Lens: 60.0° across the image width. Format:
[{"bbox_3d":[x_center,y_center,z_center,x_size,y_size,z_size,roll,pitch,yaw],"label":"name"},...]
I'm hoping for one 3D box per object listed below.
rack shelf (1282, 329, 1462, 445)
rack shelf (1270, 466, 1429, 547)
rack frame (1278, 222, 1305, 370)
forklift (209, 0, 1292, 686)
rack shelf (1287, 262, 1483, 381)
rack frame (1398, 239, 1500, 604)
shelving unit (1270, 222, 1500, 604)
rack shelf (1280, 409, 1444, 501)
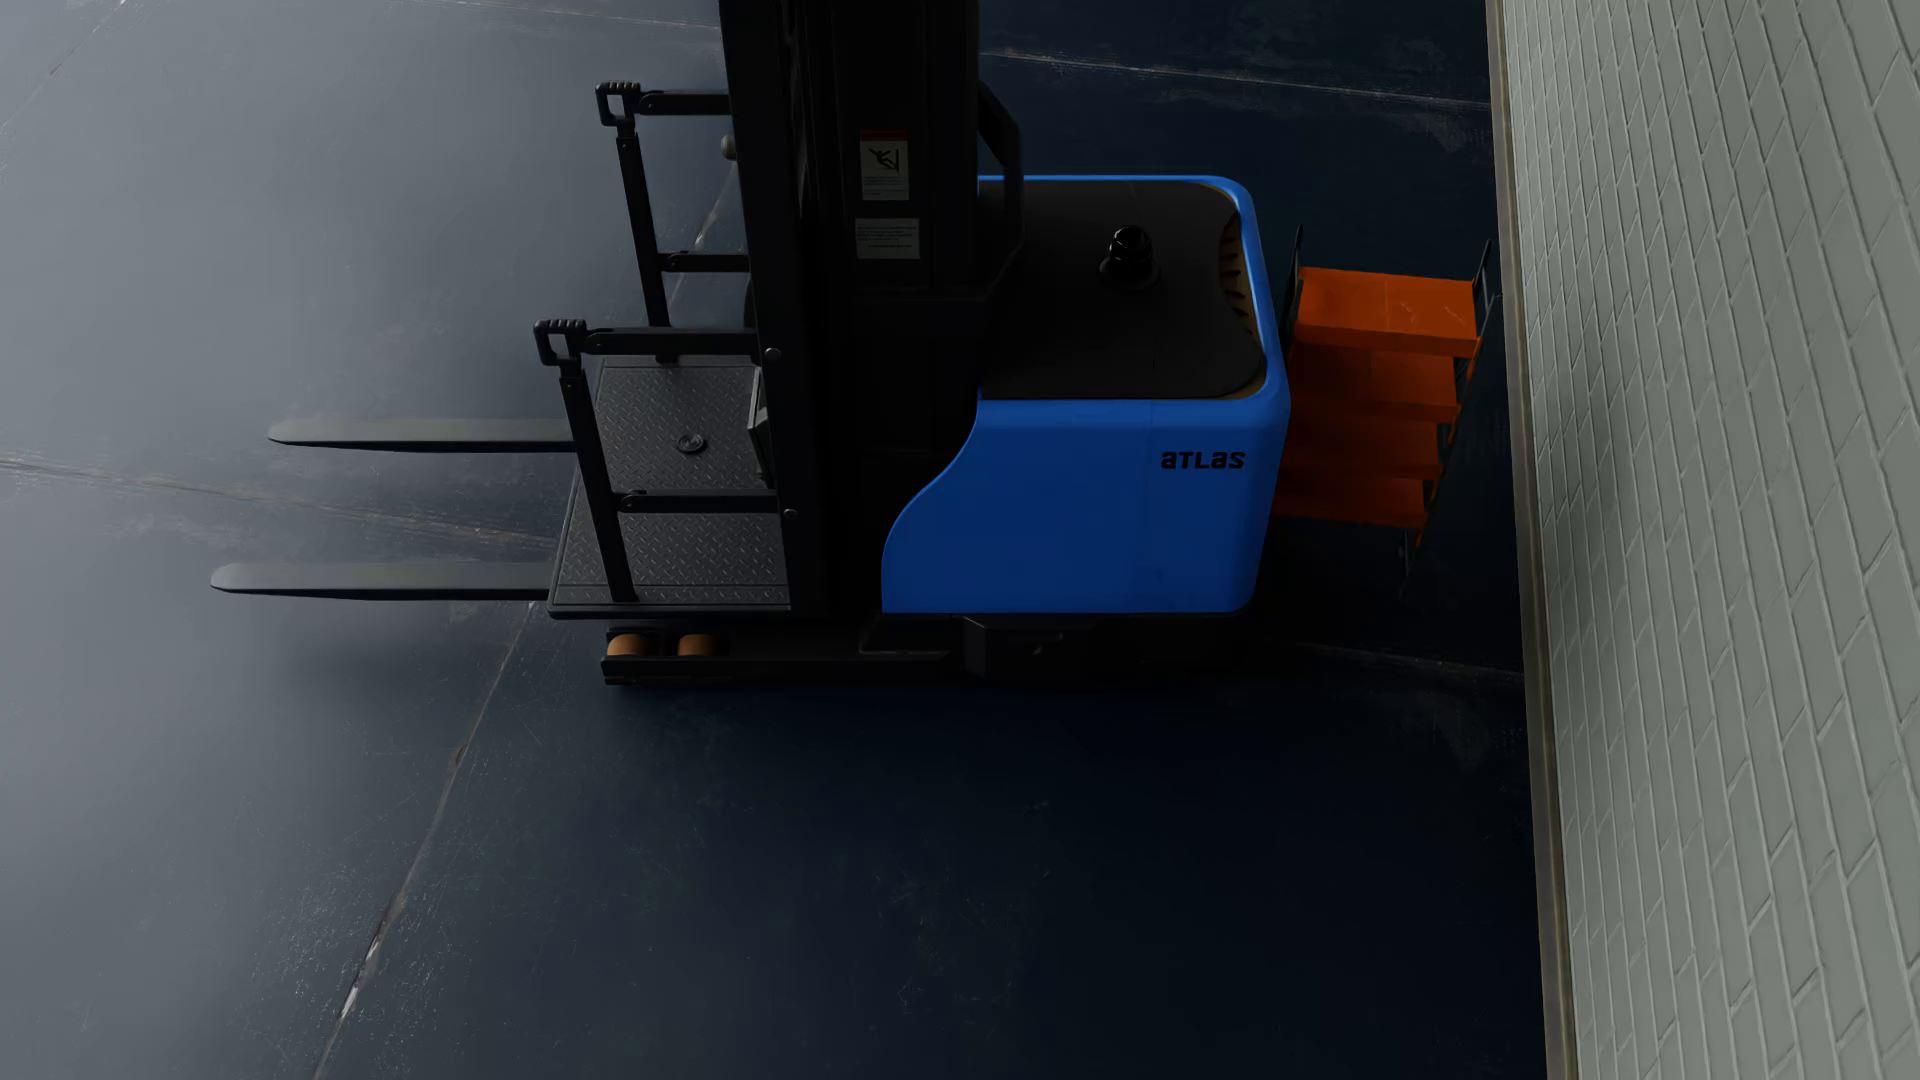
[{"bbox_3d":[1.127,-0.427,4.616,0.480,0.148,0.258,6,48,5],"label":"rack shelf"},{"bbox_3d":[1.127,-0.144,4.930,0.480,0.148,0.258,6,48,5],"label":"rack shelf"},{"bbox_3d":[0.885,-0.348,4.756,0.015,1.200,0.240,6,48,5],"label":"rack frame"},{"bbox_3d":[-0.670,-0.947,4.131,3.031,2.935,1.130,0,48,0],"label":"forklift"},{"bbox_3d":[1.127,-0.585,4.441,0.480,0.148,0.258,6,48,5],"label":"rack shelf"},{"bbox_3d":[1.368,-0.296,4.709,0.015,1.200,0.240,6,48,5],"label":"rack frame"},{"bbox_3d":[1.127,-0.322,4.732,0.503,1.200,0.258,6,48,5],"label":"shelving unit"},{"bbox_3d":[1.127,-0.277,4.782,0.480,0.148,0.258,6,48,5],"label":"rack shelf"}]
